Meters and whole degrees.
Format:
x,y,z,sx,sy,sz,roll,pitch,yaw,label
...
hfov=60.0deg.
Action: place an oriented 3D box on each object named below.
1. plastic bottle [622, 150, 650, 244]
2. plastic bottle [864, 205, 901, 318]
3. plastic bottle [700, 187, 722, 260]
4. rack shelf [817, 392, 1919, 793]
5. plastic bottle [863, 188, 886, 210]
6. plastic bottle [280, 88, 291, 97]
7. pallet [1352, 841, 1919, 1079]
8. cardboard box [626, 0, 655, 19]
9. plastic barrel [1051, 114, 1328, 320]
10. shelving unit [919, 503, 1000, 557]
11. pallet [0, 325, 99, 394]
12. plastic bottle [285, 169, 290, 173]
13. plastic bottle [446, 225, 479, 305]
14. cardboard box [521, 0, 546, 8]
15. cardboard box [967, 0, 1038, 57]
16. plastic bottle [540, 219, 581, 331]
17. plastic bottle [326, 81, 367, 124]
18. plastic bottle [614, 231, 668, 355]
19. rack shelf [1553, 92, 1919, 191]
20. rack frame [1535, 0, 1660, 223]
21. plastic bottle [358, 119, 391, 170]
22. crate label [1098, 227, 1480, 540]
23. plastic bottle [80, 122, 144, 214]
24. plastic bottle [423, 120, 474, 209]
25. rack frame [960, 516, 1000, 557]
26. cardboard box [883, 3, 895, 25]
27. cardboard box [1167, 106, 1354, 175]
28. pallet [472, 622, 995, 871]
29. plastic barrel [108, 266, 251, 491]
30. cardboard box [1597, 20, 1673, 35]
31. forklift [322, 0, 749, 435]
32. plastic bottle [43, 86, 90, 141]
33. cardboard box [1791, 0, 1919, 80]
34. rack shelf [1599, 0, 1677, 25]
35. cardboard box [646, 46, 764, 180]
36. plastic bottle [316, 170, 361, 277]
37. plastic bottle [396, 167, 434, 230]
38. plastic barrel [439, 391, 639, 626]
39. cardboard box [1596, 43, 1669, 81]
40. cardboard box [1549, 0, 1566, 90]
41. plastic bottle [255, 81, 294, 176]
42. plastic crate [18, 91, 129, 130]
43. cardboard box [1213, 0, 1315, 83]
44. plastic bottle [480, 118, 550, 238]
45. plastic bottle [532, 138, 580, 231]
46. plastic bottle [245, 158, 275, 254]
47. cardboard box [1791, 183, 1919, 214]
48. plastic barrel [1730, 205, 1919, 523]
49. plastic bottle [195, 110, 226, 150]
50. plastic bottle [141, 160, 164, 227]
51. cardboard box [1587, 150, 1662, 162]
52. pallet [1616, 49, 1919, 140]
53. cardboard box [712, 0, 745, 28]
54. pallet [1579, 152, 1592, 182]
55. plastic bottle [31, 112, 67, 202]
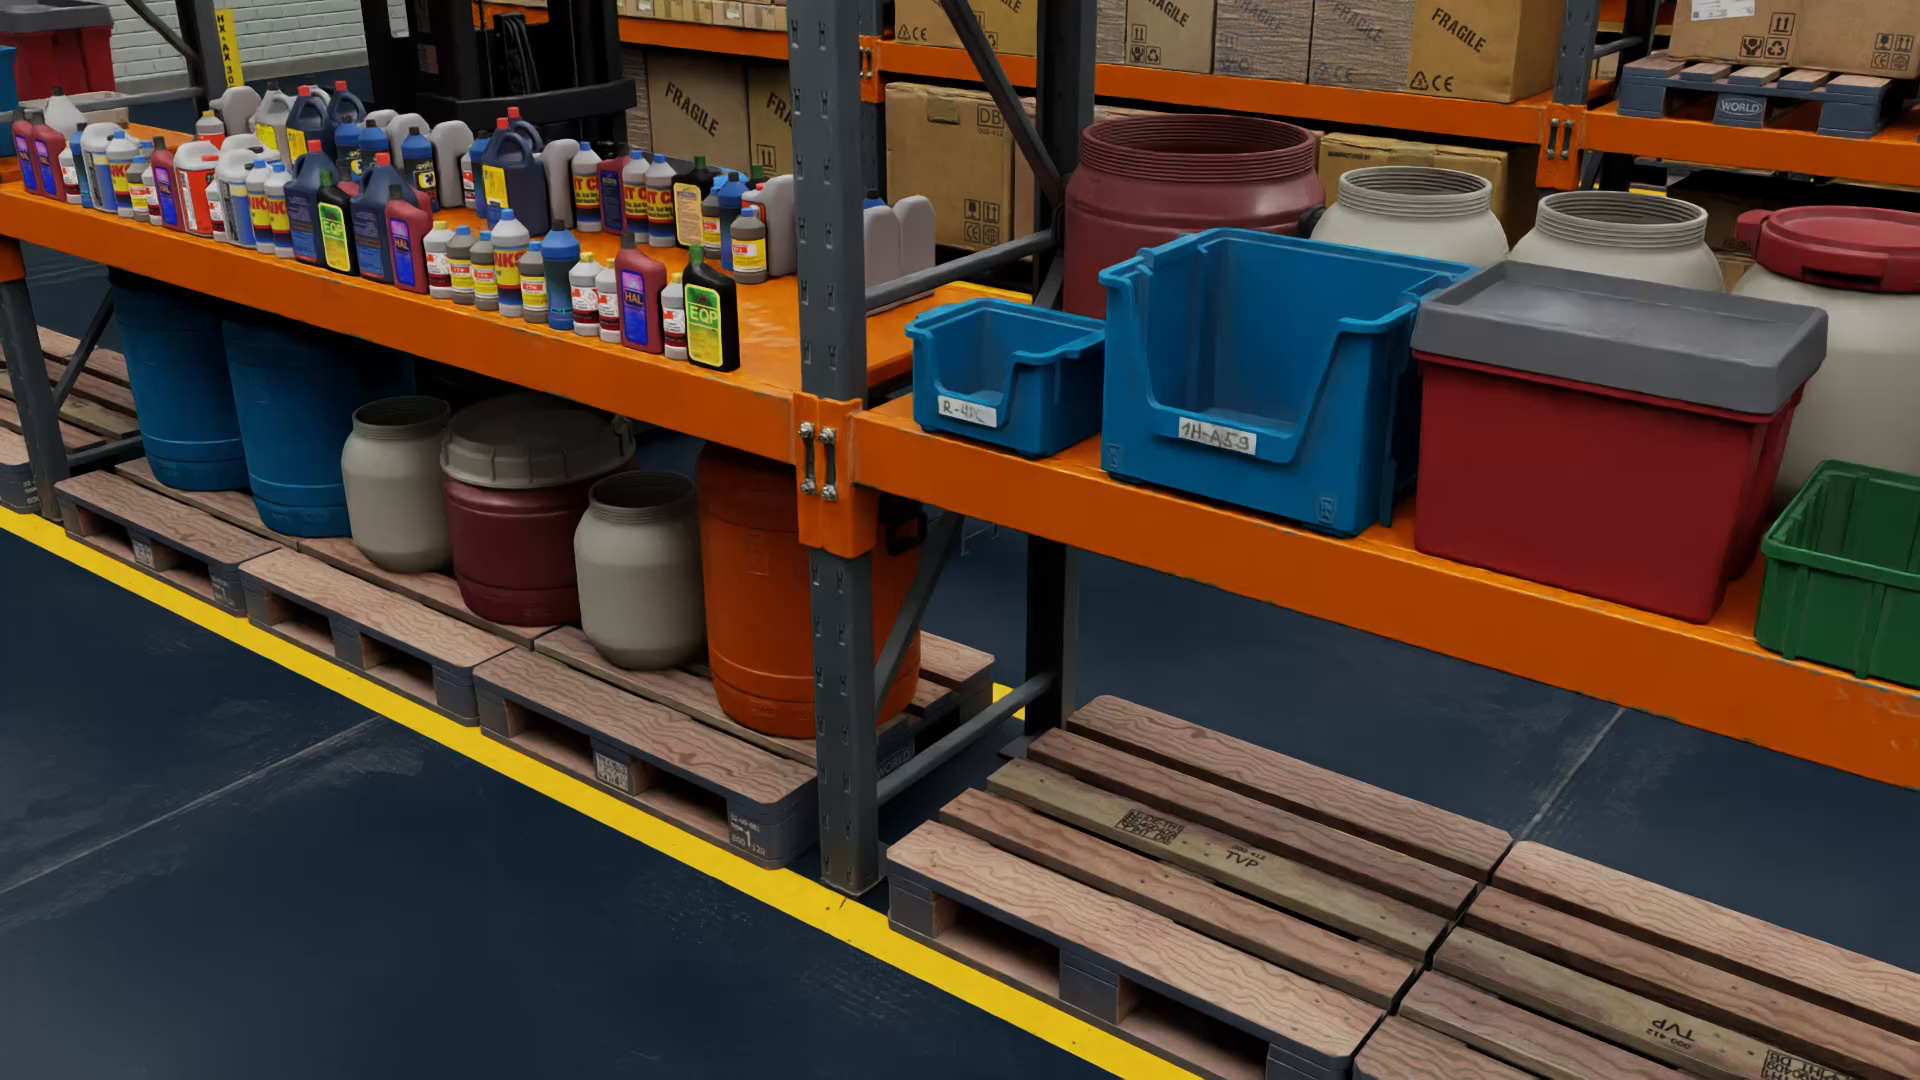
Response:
x,y,z,sx,sy,sz,roll,pitch,yaw,label
-0.976,-1.050,5.072,0.097,0.271,0.097,0,24,0,plastic bottle
-0.251,-0.743,4.369,0.135,0.276,0.152,17,29,33,plastic bottle
-0.713,-0.938,4.906,0.097,0.201,0.097,0,24,0,plastic bottle
1.593,0.173,3.028,4.000,0.370,1.077,17,29,33,rack shelf
-0.236,-0.826,4.565,0.097,0.271,0.097,0,24,0,plastic bottle
-2.487,-1.521,6.127,0.133,0.283,0.061,17,29,33,plastic bottle
1.561,1.132,3.420,1.213,0.211,1.003,17,29,33,pallet
-1.910,-3.430,10.627,0.250,0.149,0.380,17,29,34,cardboard box
0.545,-0.687,3.921,0.708,0.536,0.600,17,29,33,plastic barrel
-0.006,-0.414,6.073,0.210,0.900,0.258,17,29,33,shelving unit
-4.801,-0.791,7.783,1.213,0.211,1.003,17,29,33,pallet
-2.080,-1.046,5.150,0.097,0.201,0.097,0,24,0,plastic bottle
-1.321,-0.740,4.455,0.097,0.201,0.097,0,24,0,plastic bottle
-2.732,-3.679,11.190,0.250,0.149,0.380,16,29,33,cardboard box
0.383,-2.937,9.072,0.500,0.500,0.500,17,29,33,cardboard box
-1.009,-0.677,4.227,0.097,0.271,0.097,0,24,0,plastic bottle
-2.129,-1.423,5.820,0.185,0.351,0.144,17,29,33,plastic bottle
-0.772,-0.602,4.041,0.133,0.283,0.061,17,29,33,plastic bottle
4.563,-1.425,6.655,4.000,0.370,1.077,17,29,33,rack shelf
2.963,-2.237,7.608,0.127,3.000,1.000,17,29,33,rack frame
-1.956,-1.269,5.570,0.097,0.271,0.097,0,24,0,plastic bottle
0.625,-0.328,3.231,0.616,0.435,0.502,17,29,33,crate label
-2.774,-1.227,5.468,0.135,0.276,0.152,17,29,33,plastic bottle
-1.710,-1.260,5.543,0.135,0.276,0.152,17,29,33,plastic bottle
0.075,-0.389,6.017,0.006,0.900,0.240,17,29,33,rack frame
-0.275,-3.269,10.260,0.250,0.149,0.380,17,29,33,cardboard box
1.714,-1.849,8.841,0.875,0.875,1.225,17,29,33,cardboard box
-0.664,0.459,4.946,1.213,0.211,1.003,17,29,33,pallet
-2.783,-0.702,6.204,0.708,0.901,0.600,17,29,33,plastic barrel
6.977,-5.282,16.632,0.875,0.875,0.875,18,29,35,cardboard box
-2.316,-2.215,7.643,3.031,2.935,1.130,21,31,39,forklift
-3.089,-1.385,5.734,0.185,0.351,0.144,17,29,33,plastic bottle
3.926,-2.255,7.003,0.700,0.500,0.500,-22,32,-40,cardboard box
4.418,-3.968,12.427,4.000,0.370,1.077,17,29,33,rack shelf
-1.438,-2.828,11.062,0.875,0.875,0.875,17,29,33,cardboard box
-1.757,-0.900,4.716,0.133,0.283,0.061,17,29,33,plastic bottle
-1.563,-0.914,4.749,0.133,0.283,0.061,17,29,33,plastic bottle
-1.313,-0.114,5.258,0.708,0.588,0.600,17,29,33,plastic barrel
4.903,-3.404,11.905,0.500,0.250,0.500,17,29,34,cardboard box
2.737,-2.489,8.054,0.500,0.500,0.500,18,29,35,cardboard box
-2.363,-1.421,5.816,0.185,0.351,0.144,17,29,33,plastic bottle
-3.495,-1.672,6.578,0.243,0.136,0.396,17,29,33,plastic crate
1.606,-2.570,8.238,0.500,0.500,0.500,16,28,32,cardboard box
-1.379,-1.119,5.132,0.185,0.351,0.144,17,29,33,plastic bottle
-1.270,-1.127,5.241,0.135,0.276,0.152,17,29,33,plastic bottle
-2.064,-0.996,4.950,0.097,0.271,0.097,0,24,0,plastic bottle
3.947,-1.361,7.243,0.500,0.250,0.500,21,31,39,cardboard box
1.626,-0.319,3.084,0.433,0.535,0.433,0,24,0,plastic barrel
-2.759,-1.480,6.135,0.097,0.201,0.097,0,24,0,plastic bottle
-2.542,-1.109,5.292,0.097,0.201,0.097,0,24,0,plastic bottle
4.922,-3.063,12.061,0.500,0.500,0.500,18,30,35,cardboard box
3.597,-2.012,7.334,1.003,0.211,1.213,17,29,33,pallet
-1.296,-3.244,10.205,0.250,0.149,0.380,17,29,34,cardboard box
4.422,-3.022,12.847,1.213,0.211,1.003,17,29,33,pallet
-3.064,-1.295,5.613,0.133,0.283,0.061,17,29,33,plastic bottle
